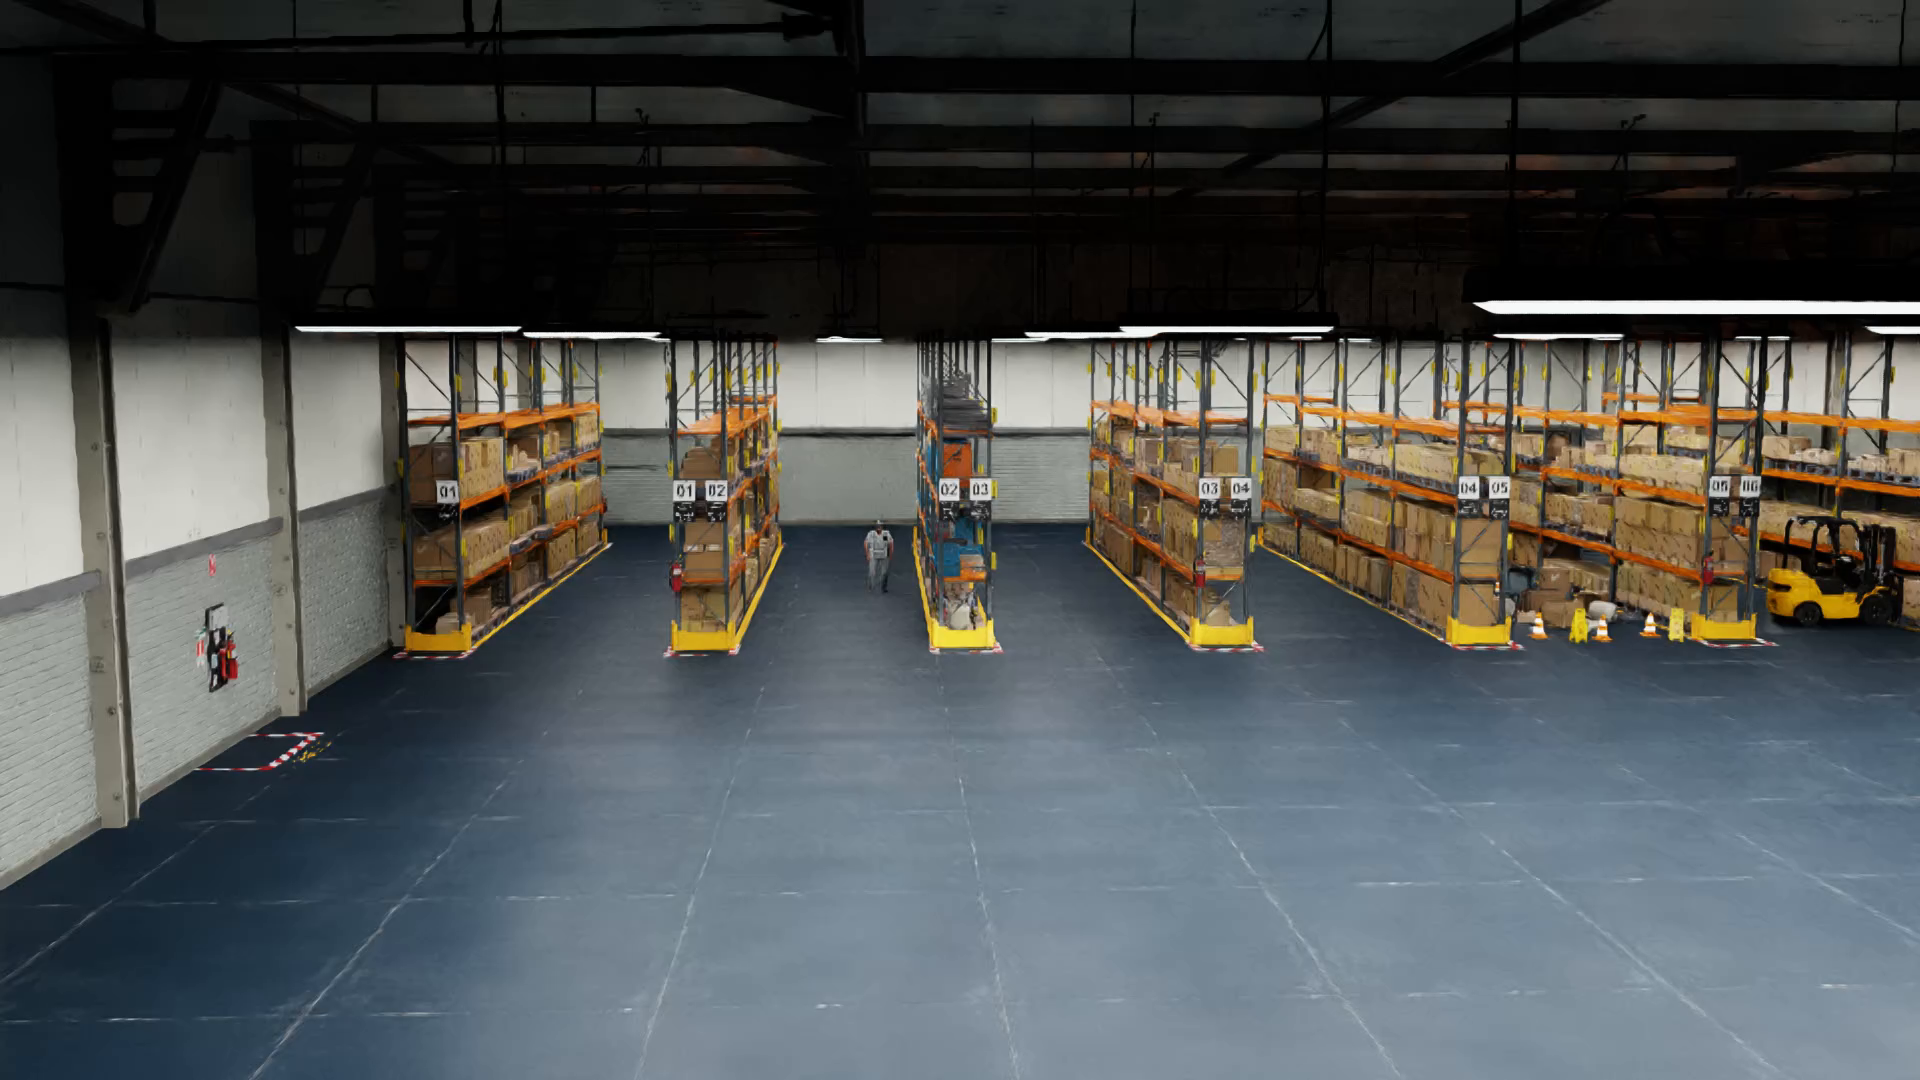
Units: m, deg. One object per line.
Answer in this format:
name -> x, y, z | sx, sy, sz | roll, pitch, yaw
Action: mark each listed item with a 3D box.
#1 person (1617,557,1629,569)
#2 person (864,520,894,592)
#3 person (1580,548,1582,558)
person -> 16.078, 0.154, 40.122 | 0.440, 1.681, 0.544 | -4, 8, -29
person -> -1.876, 0.354, 38.410 | 0.682, 1.714, 0.543 | -1, 7, -5
person -> 16.360, -0.403, 44.450 | 0.574, 1.764, 0.667 | 3, 7, 24
